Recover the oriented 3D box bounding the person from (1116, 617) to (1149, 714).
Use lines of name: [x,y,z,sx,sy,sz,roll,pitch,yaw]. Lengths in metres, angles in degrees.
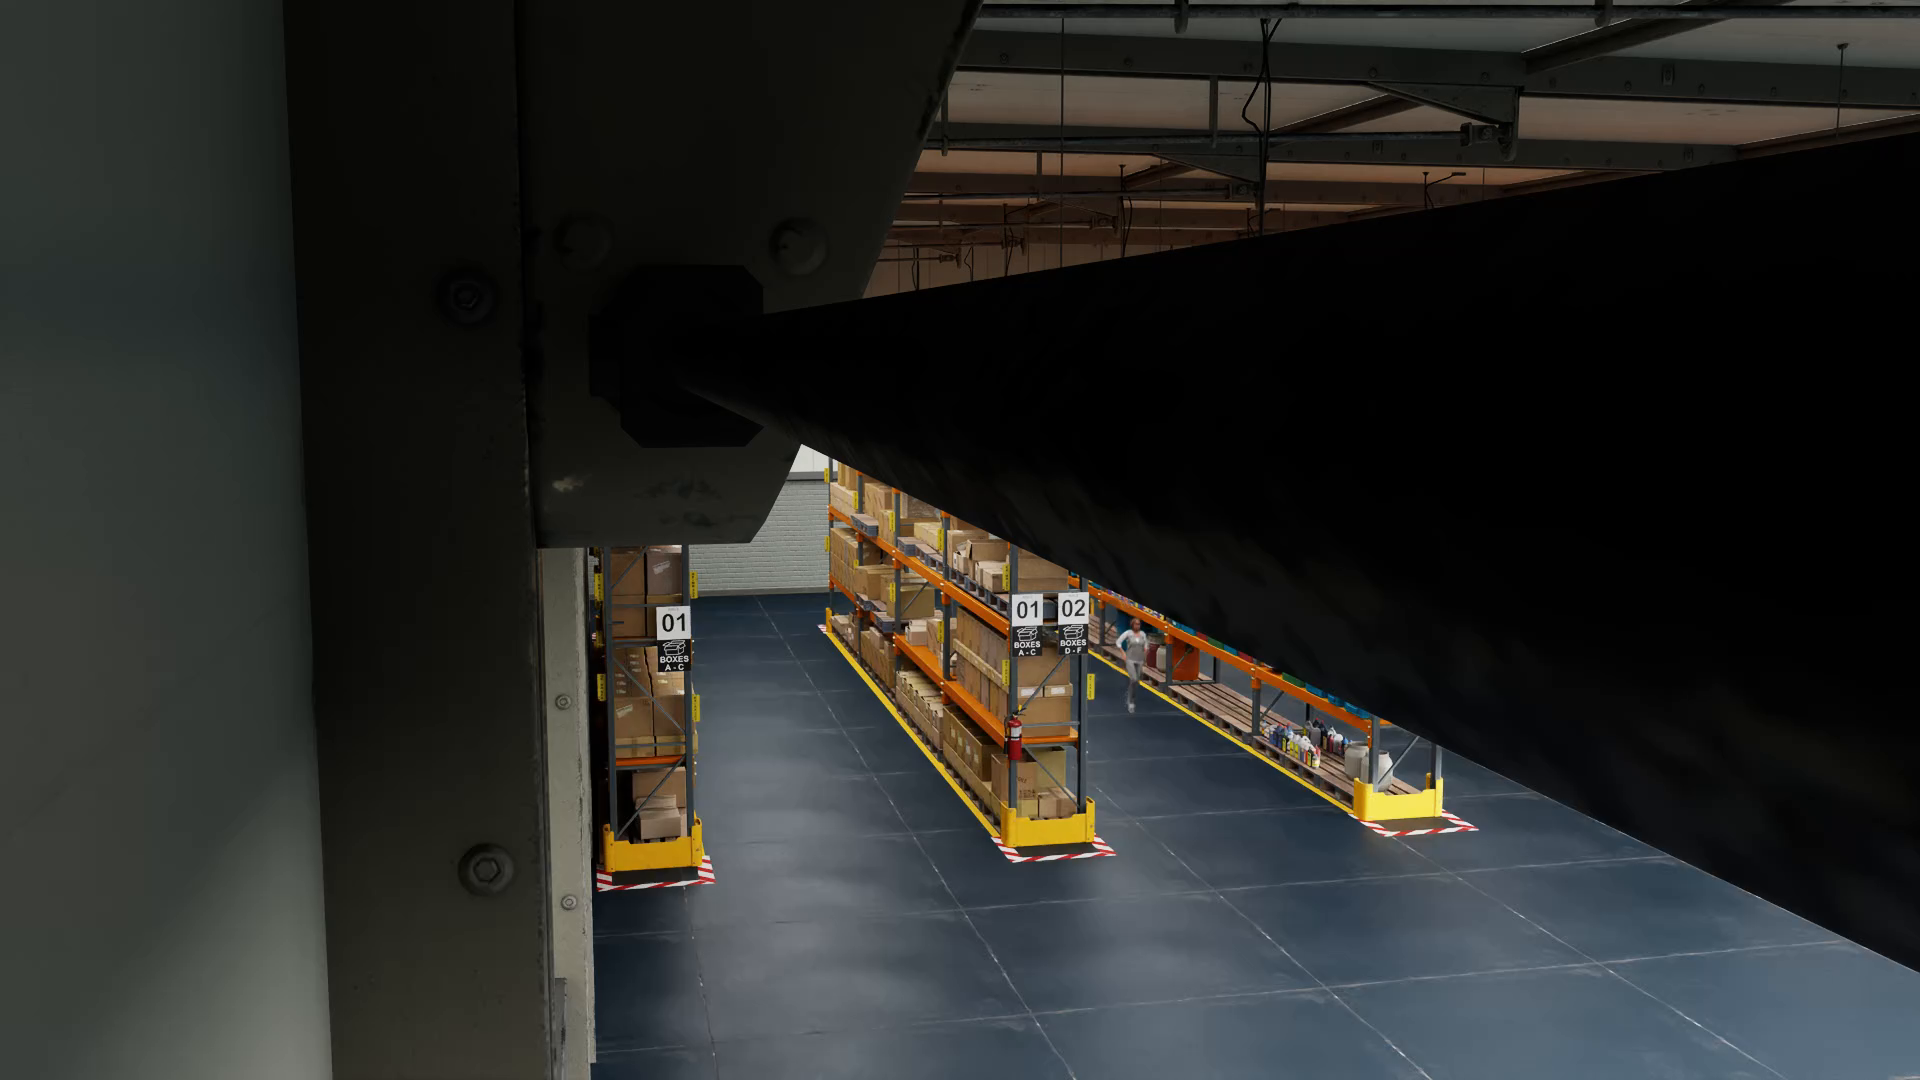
person: [2.984,2.138,28.484,0.515,1.617,0.704,-2,7,-18]
